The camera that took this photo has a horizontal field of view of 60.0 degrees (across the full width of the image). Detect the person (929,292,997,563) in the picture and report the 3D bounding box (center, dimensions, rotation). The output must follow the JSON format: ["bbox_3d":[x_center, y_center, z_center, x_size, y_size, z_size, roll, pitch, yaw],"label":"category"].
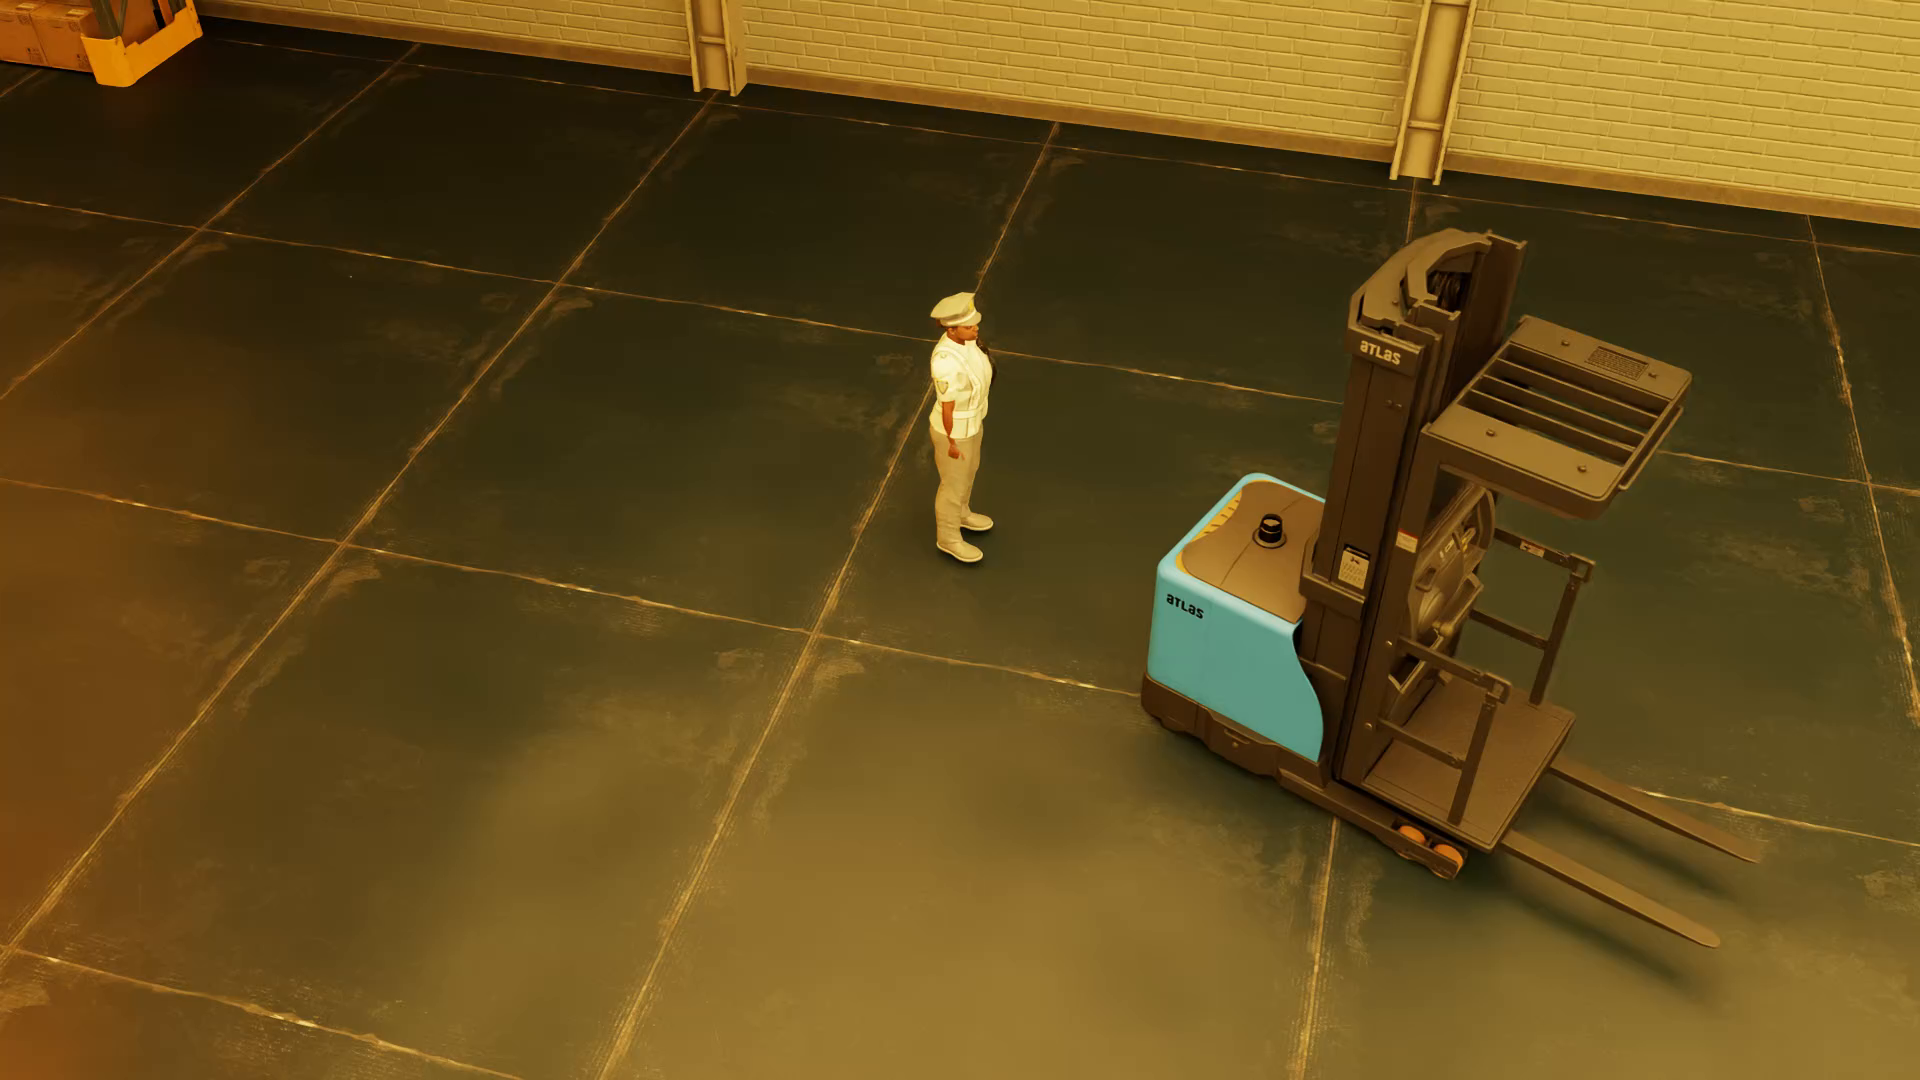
[{"bbox_3d":[0.009,-0.658,9.498,0.349,1.690,0.451,10,42,11],"label":"person"}]

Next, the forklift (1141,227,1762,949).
[{"bbox_3d":[2.458,0.160,7.679,3.031,2.935,1.130,26,48,27],"label":"forklift"}]
